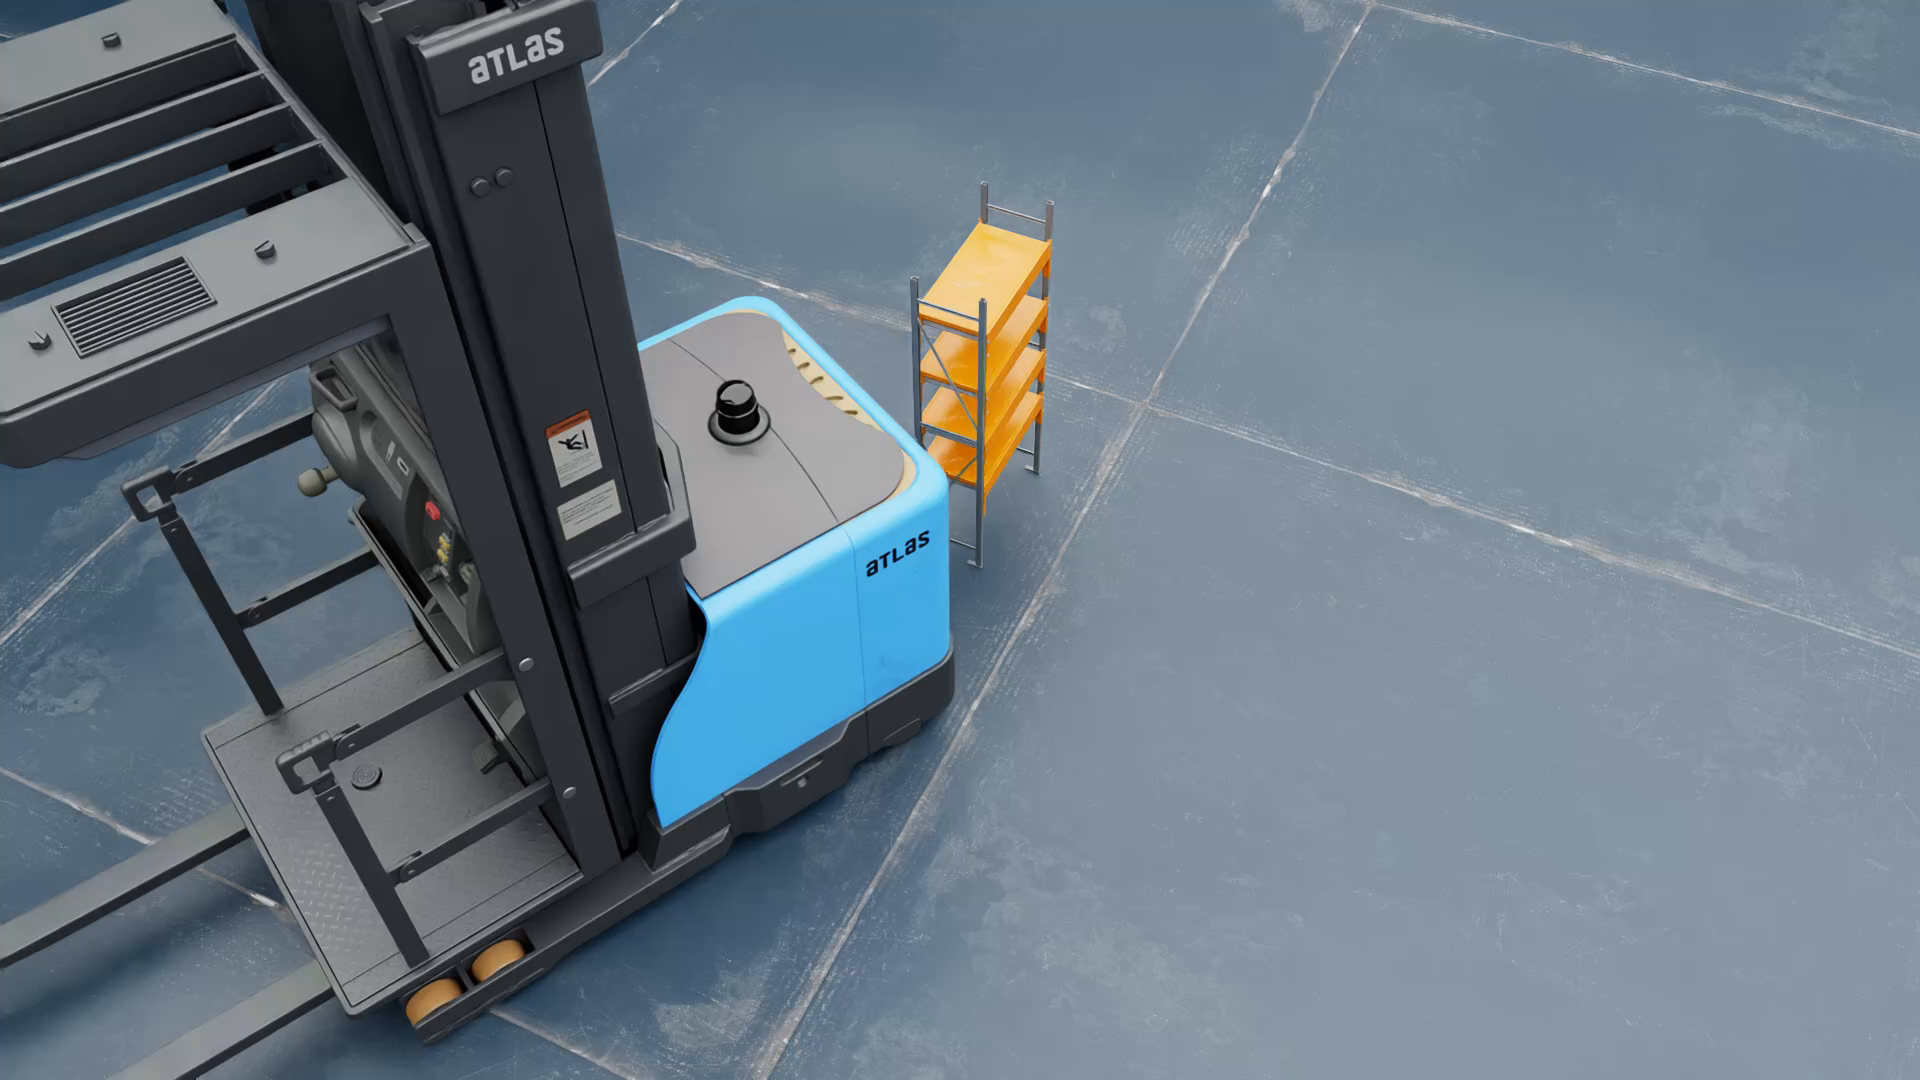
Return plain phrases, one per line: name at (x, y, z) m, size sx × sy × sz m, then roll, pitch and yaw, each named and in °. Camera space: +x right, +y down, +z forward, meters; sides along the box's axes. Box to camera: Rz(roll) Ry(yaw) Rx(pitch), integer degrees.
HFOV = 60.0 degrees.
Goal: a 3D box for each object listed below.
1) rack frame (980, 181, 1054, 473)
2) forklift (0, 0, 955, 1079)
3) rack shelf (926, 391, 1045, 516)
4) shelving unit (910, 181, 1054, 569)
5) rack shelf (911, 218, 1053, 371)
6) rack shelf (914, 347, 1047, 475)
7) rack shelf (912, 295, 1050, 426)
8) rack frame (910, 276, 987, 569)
rack frame at (0.175, -0.671, 5.533) m, size 0.240 × 1.200 × 0.015 m, roll 20°, pitch 52°, yaw 16°
forklift at (-1.502, -0.046, 3.864) m, size 3.031 × 2.935 × 1.130 m, roll -30°, pitch 56°, yaw -23°
rack shelf at (0.071, -0.331, 5.592) m, size 0.258 × 0.148 × 0.480 m, roll 20°, pitch 52°, yaw 16°
shelving unit at (0.071, -0.503, 5.390) m, size 0.258 × 1.200 × 0.503 m, roll 20°, pitch 52°, yaw 16°
rack shelf at (0.071, -0.757, 5.091) m, size 0.258 × 0.148 × 0.480 m, roll 20°, pitch 52°, yaw 16°
rack shelf at (0.071, -0.459, 5.441) m, size 0.258 × 0.148 × 0.480 m, roll 20°, pitch 52°, yaw 16°
rack shelf at (0.071, -0.604, 5.271) m, size 0.258 × 0.148 × 0.480 m, roll 20°, pitch 52°, yaw 16°
rack frame at (-0.034, -0.335, 5.247) m, size 0.240 × 1.200 × 0.015 m, roll 20°, pitch 52°, yaw 16°
